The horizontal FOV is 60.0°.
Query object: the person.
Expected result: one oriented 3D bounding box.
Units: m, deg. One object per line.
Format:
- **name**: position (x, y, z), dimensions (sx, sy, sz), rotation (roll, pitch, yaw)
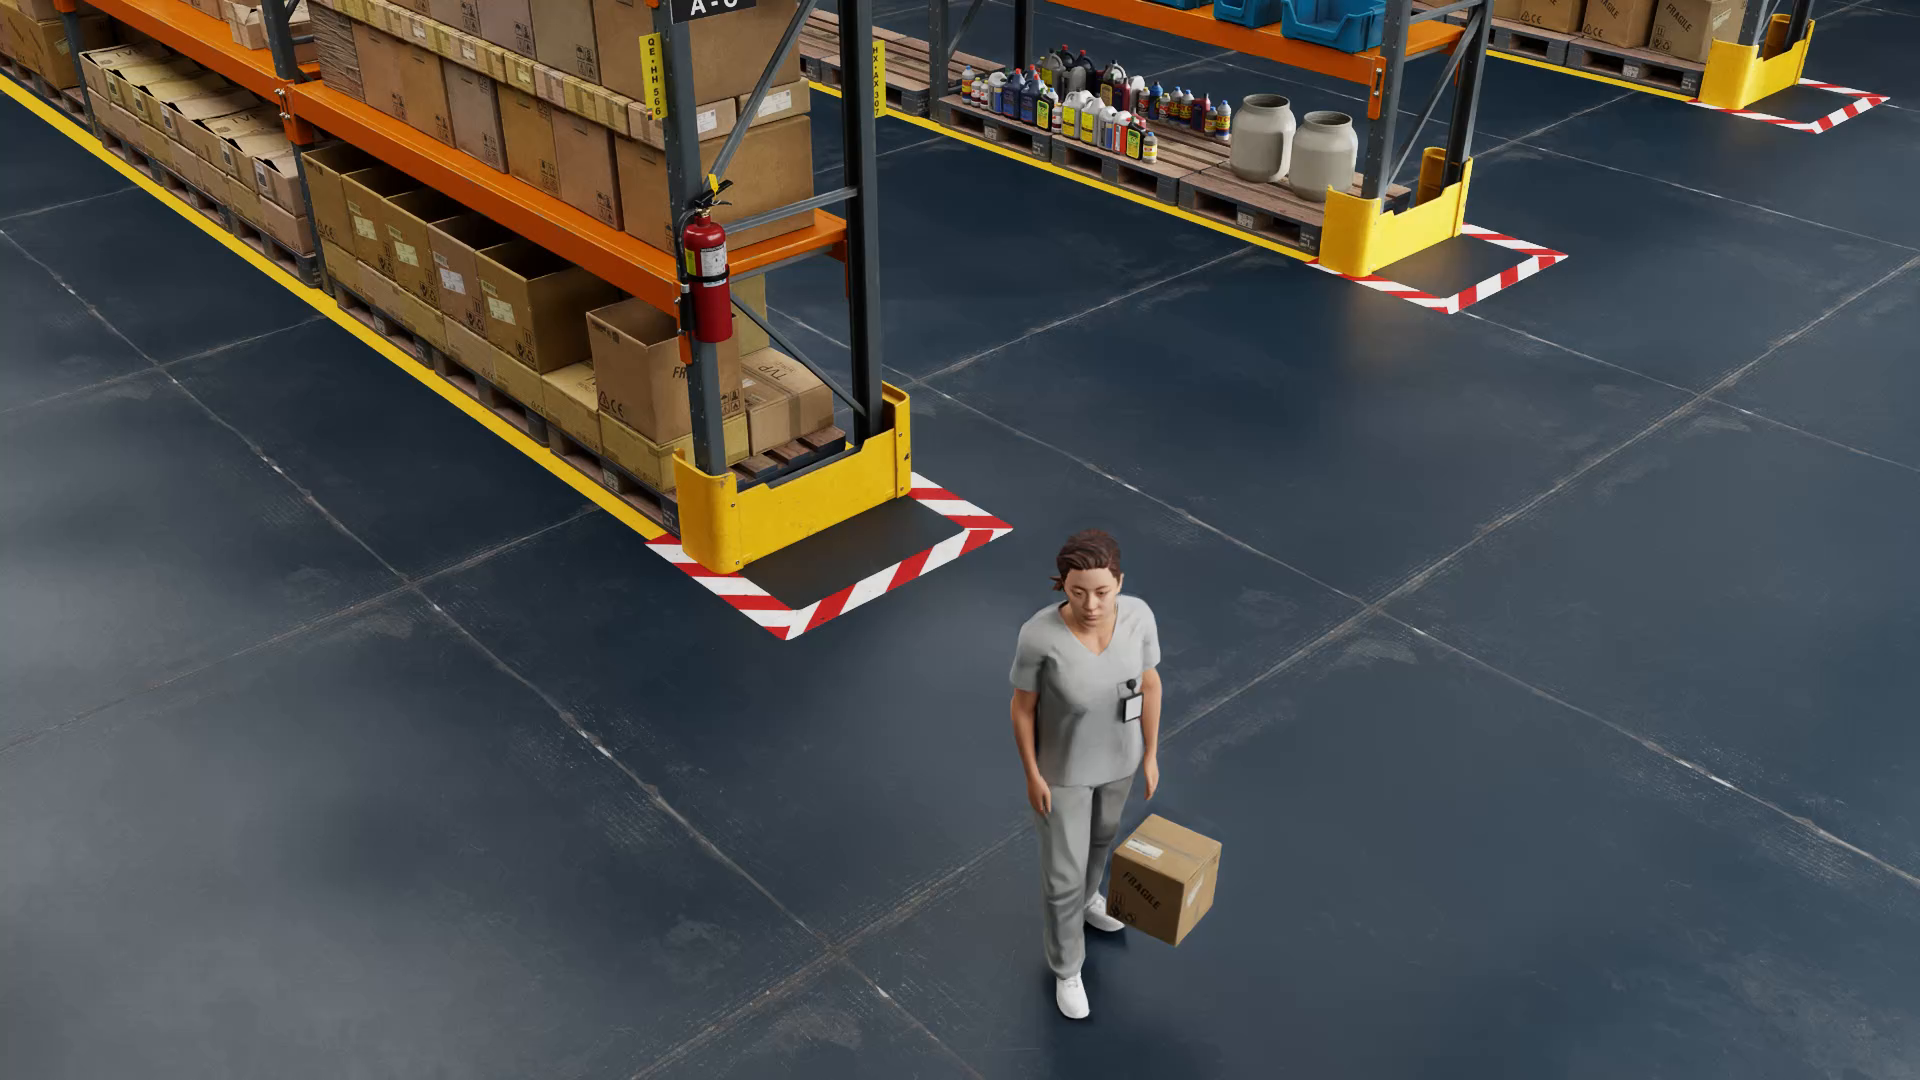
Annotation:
- **person**: position (0.371, 0.667, 5.071), dimensions (0.468, 1.662, 0.577), rotation (-11, 33, -17)
